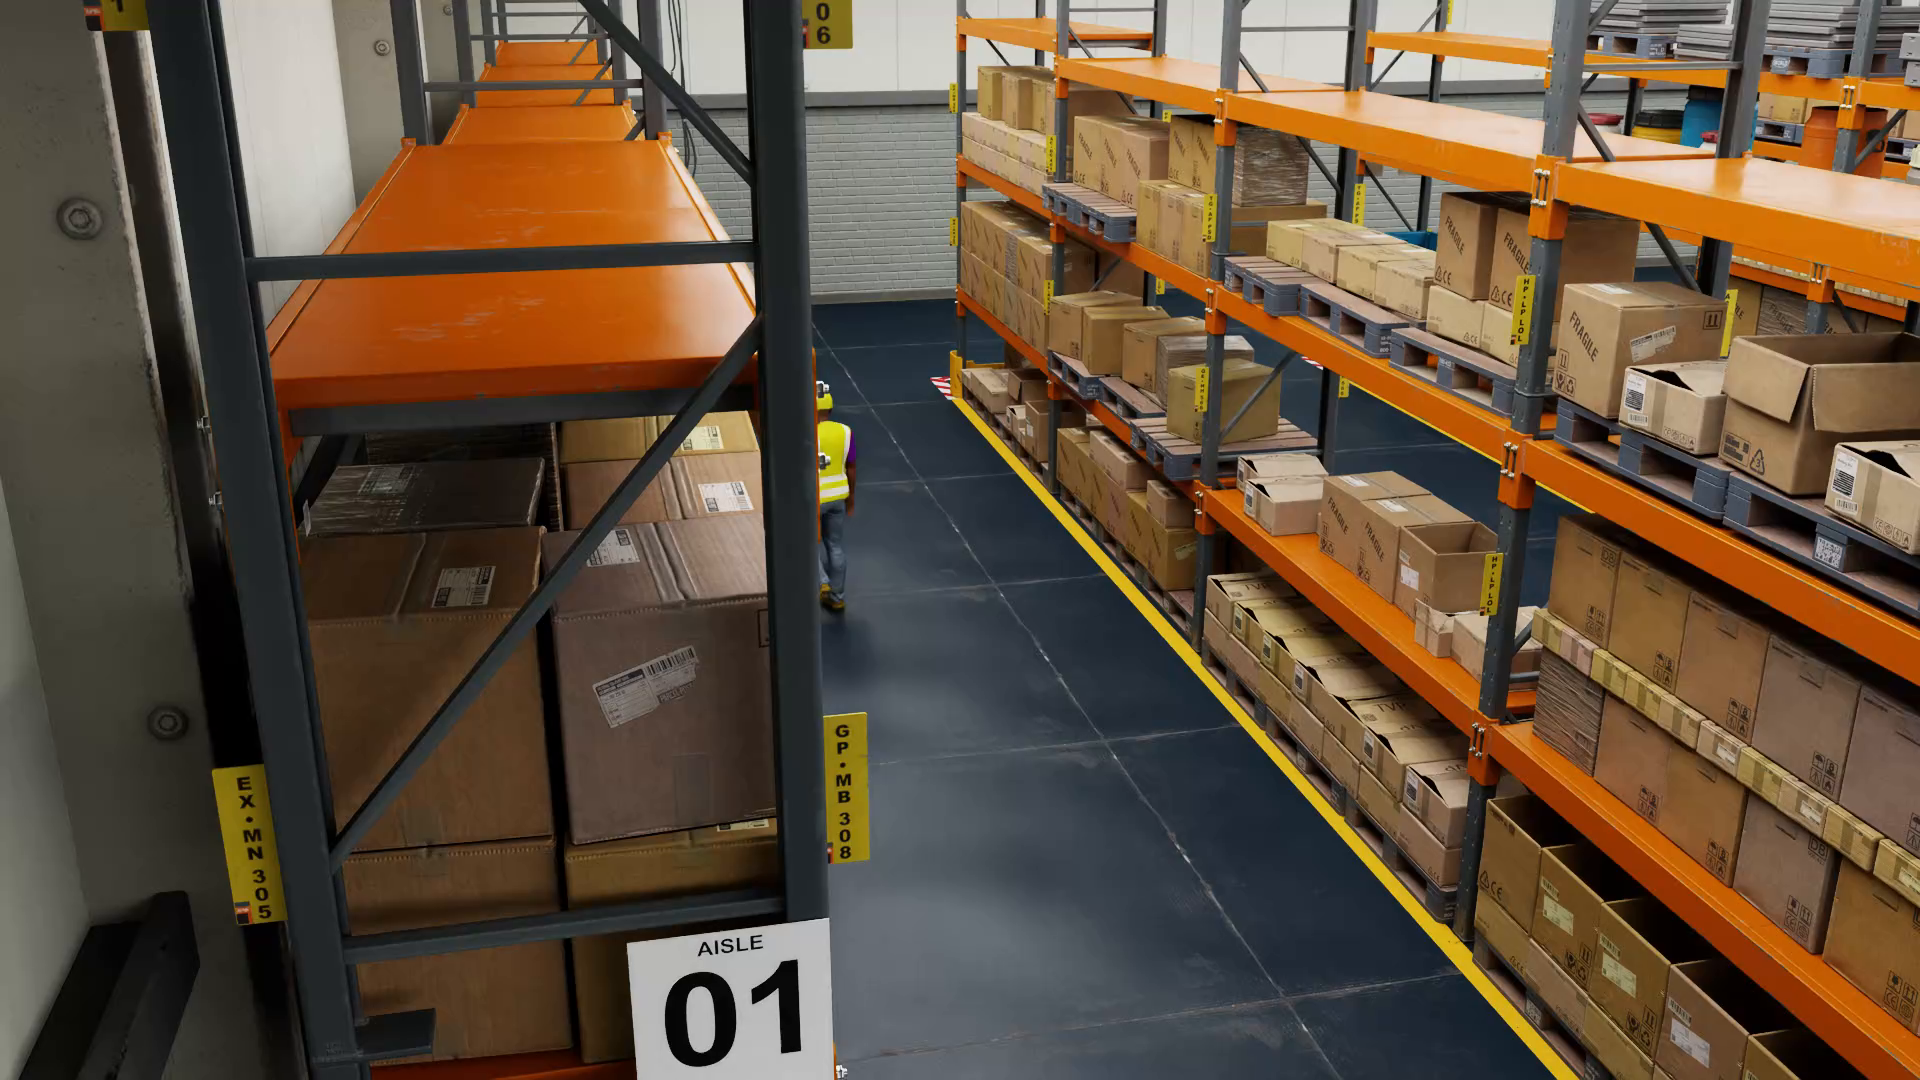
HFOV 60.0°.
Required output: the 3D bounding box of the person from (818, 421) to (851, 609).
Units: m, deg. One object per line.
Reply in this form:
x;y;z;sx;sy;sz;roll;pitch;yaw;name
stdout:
8.532;-0.084;10.405;13.035;3.171;16.029;-13;23;-33;person
